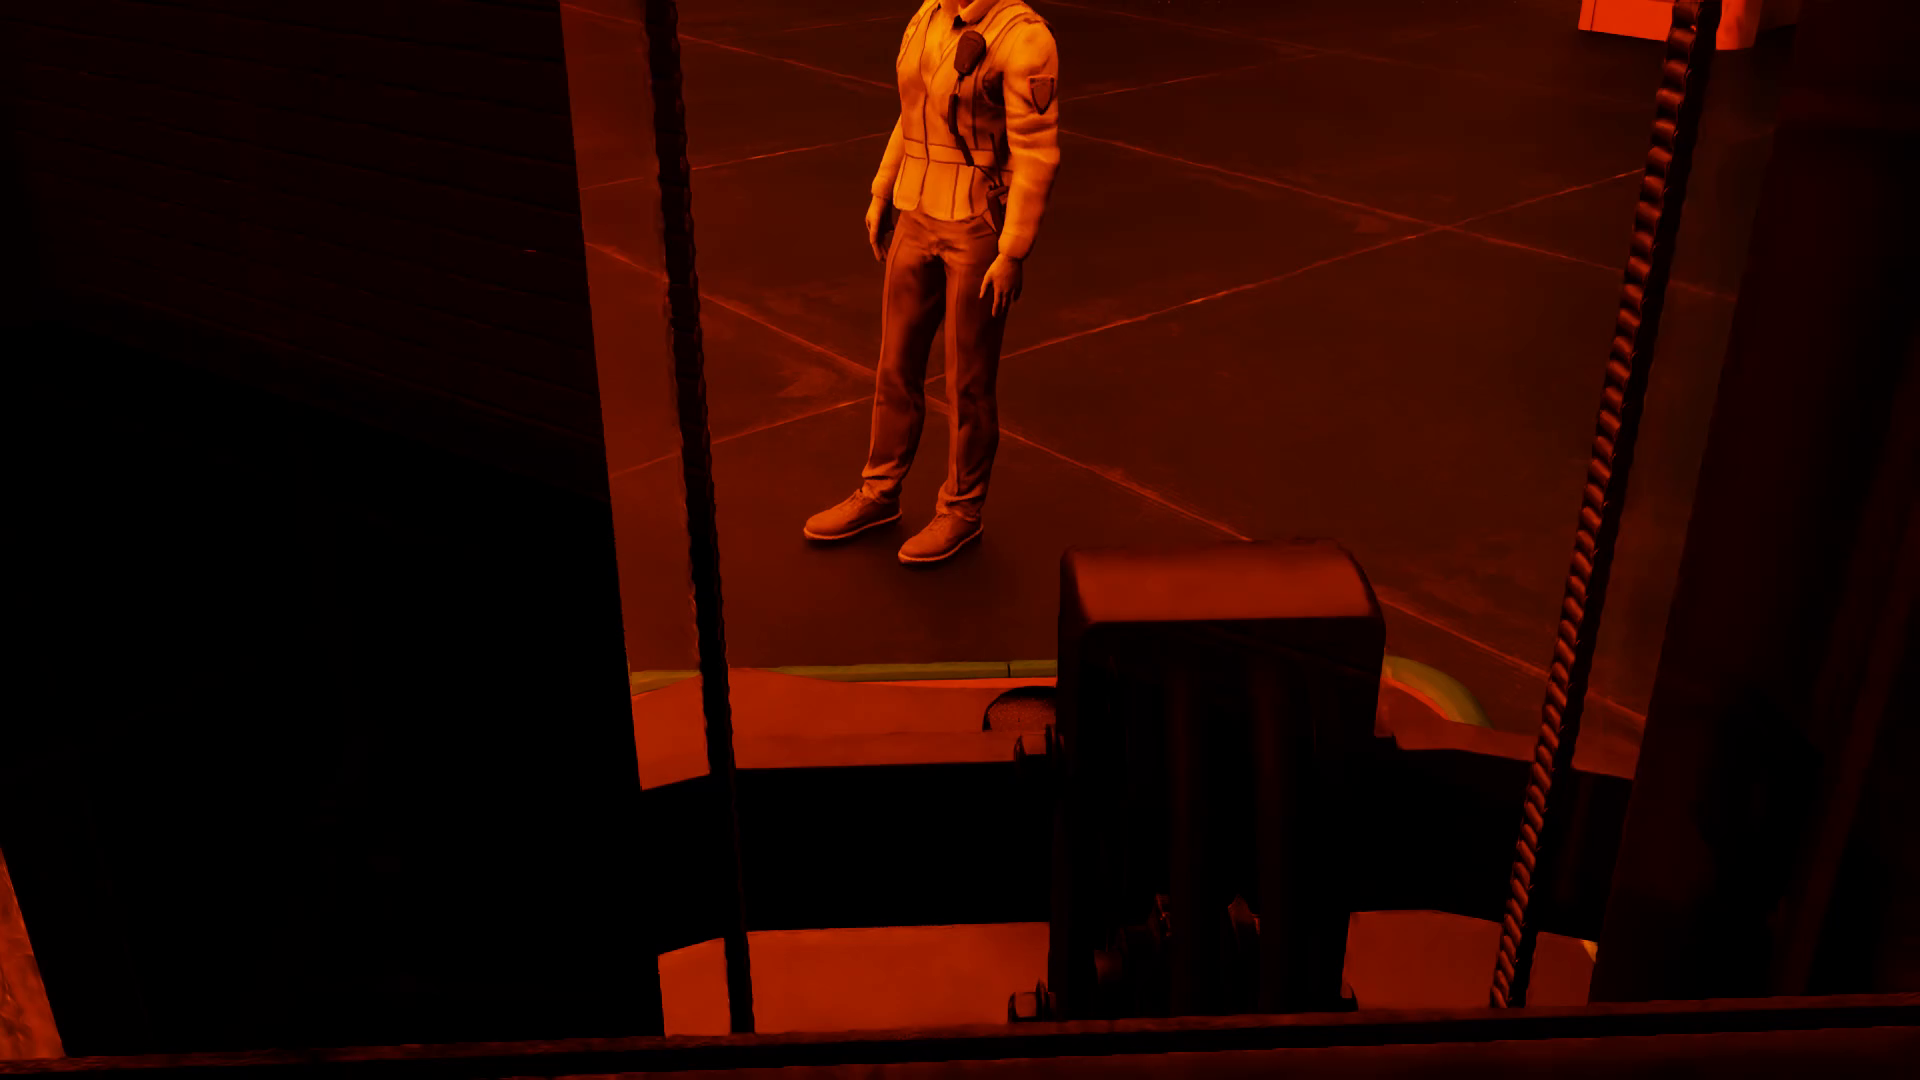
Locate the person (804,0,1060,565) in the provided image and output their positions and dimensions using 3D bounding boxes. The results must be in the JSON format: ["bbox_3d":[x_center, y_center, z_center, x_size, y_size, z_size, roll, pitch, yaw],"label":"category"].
[{"bbox_3d":[-0.056,-0.749,4.087,0.534,1.696,0.587,-20,33,-35],"label":"person"}]
